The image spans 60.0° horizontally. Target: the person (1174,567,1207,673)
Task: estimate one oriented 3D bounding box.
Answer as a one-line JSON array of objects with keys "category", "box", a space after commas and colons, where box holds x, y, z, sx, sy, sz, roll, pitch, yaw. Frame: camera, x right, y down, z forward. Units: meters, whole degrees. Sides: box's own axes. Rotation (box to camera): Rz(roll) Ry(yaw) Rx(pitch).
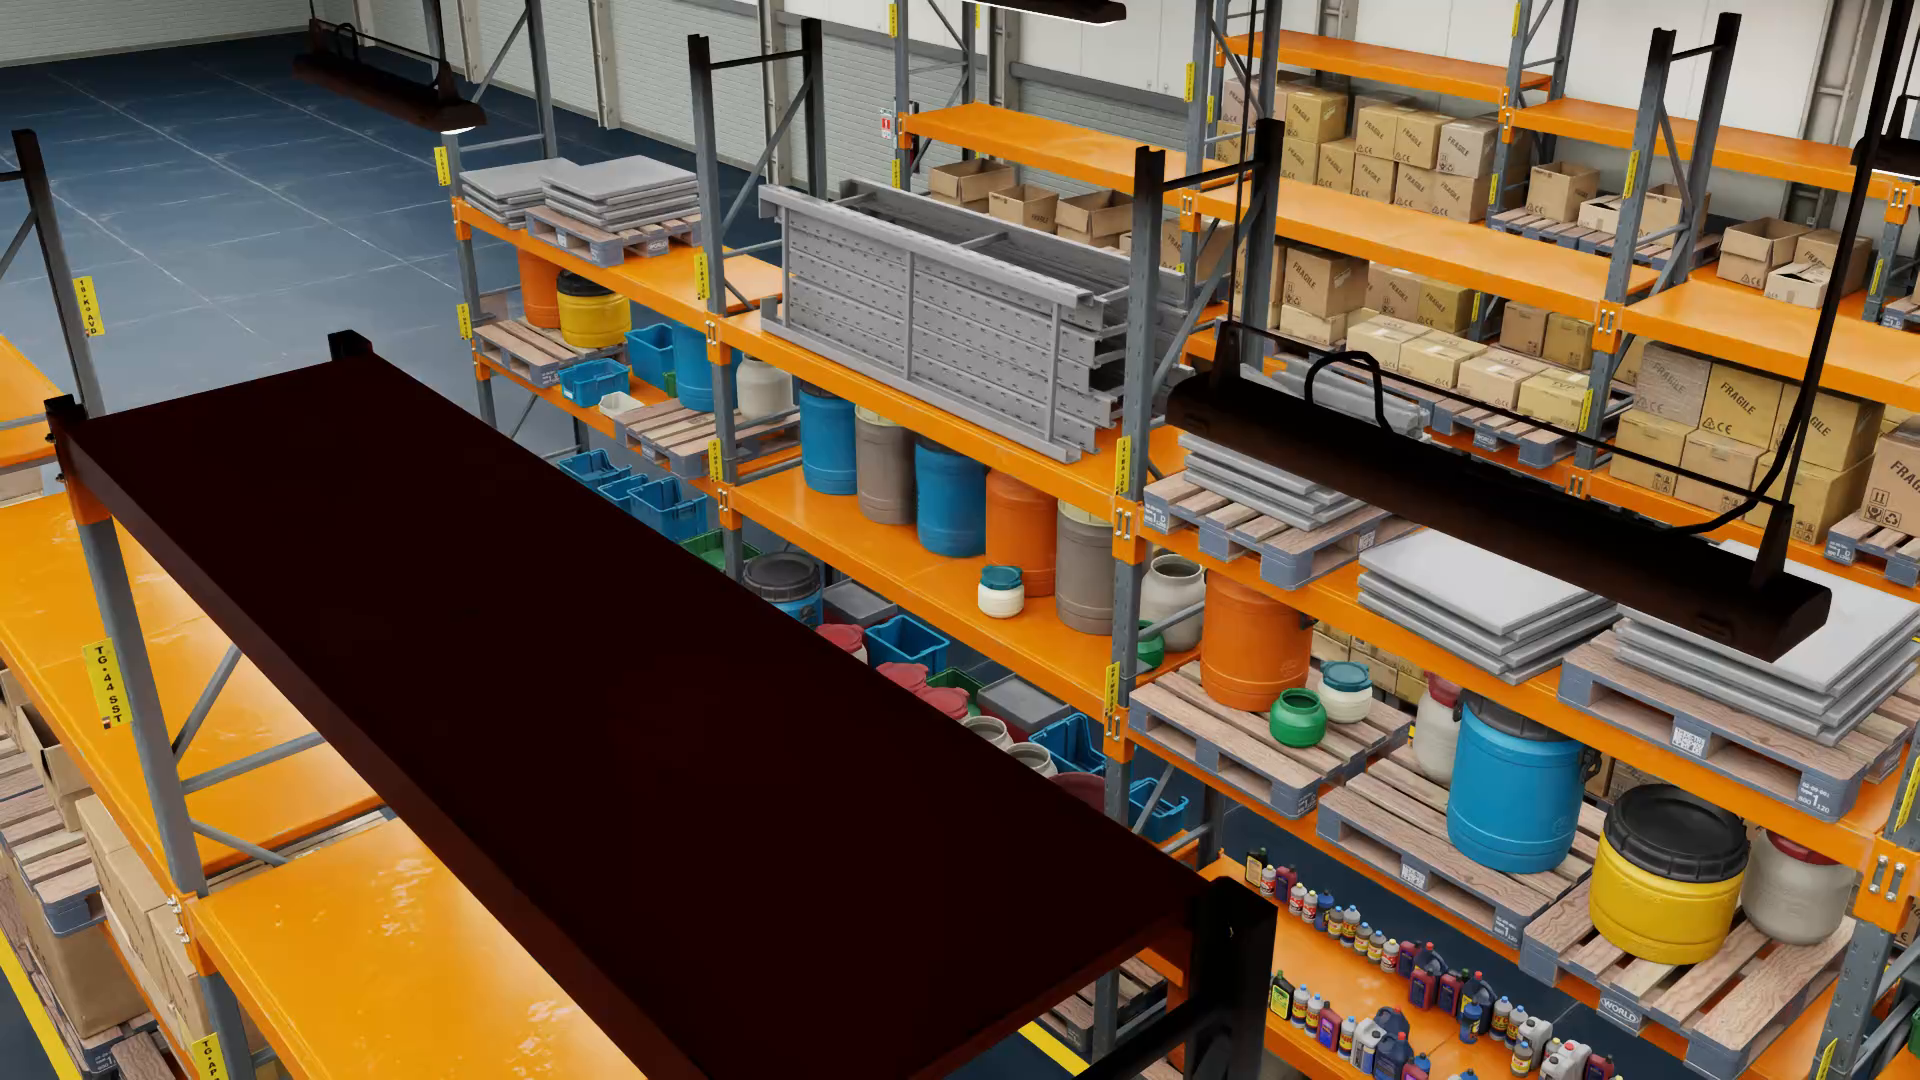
[{"category": "person", "box": [2.089, 0.668, 14.060, 1.056, 1.452, 0.547, 17, 32, 30]}]
